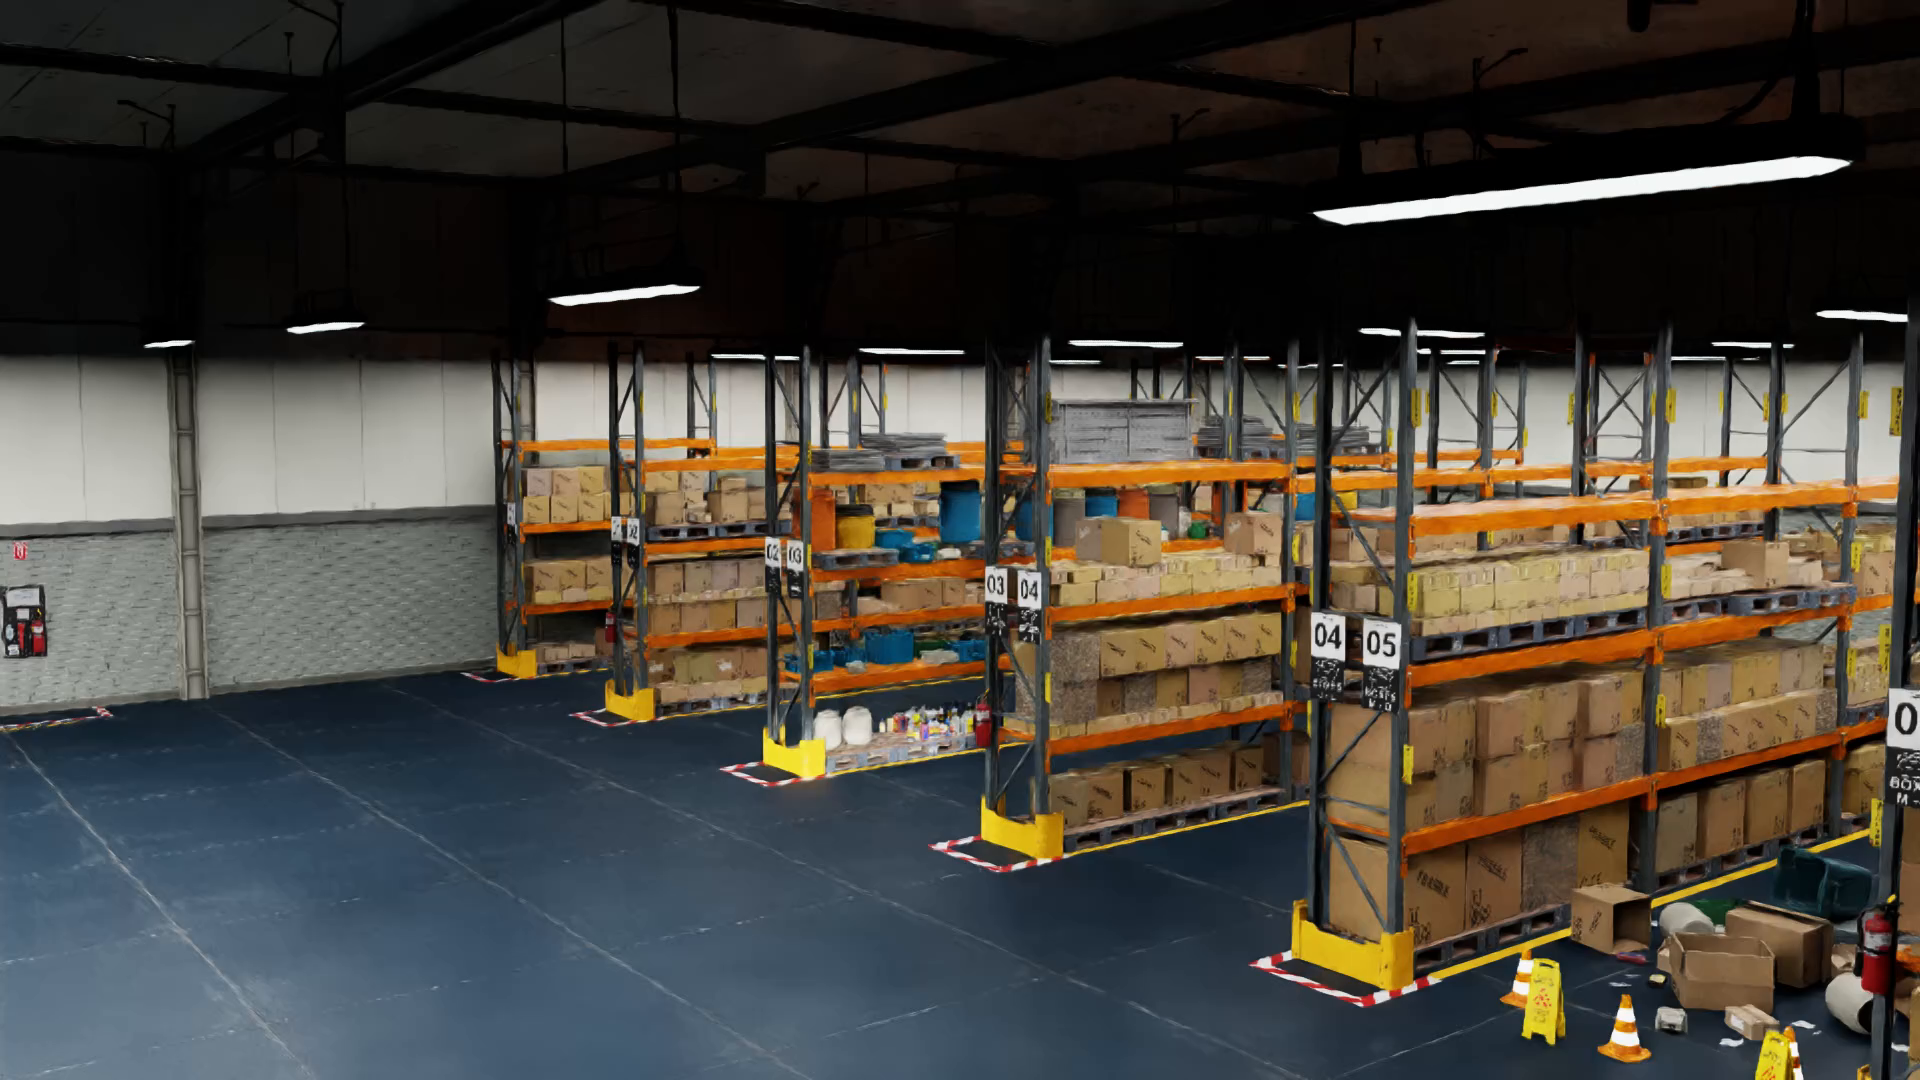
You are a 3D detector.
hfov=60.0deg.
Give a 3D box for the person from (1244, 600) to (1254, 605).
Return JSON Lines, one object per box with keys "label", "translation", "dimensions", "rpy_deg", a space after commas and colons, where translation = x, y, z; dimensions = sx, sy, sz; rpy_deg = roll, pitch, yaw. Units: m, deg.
{"label": "person", "translation": [5.462, 1.660, 31.140], "dimensions": [1.041, 1.517, 0.415], "rpy_deg": [-4, 6, -39]}
